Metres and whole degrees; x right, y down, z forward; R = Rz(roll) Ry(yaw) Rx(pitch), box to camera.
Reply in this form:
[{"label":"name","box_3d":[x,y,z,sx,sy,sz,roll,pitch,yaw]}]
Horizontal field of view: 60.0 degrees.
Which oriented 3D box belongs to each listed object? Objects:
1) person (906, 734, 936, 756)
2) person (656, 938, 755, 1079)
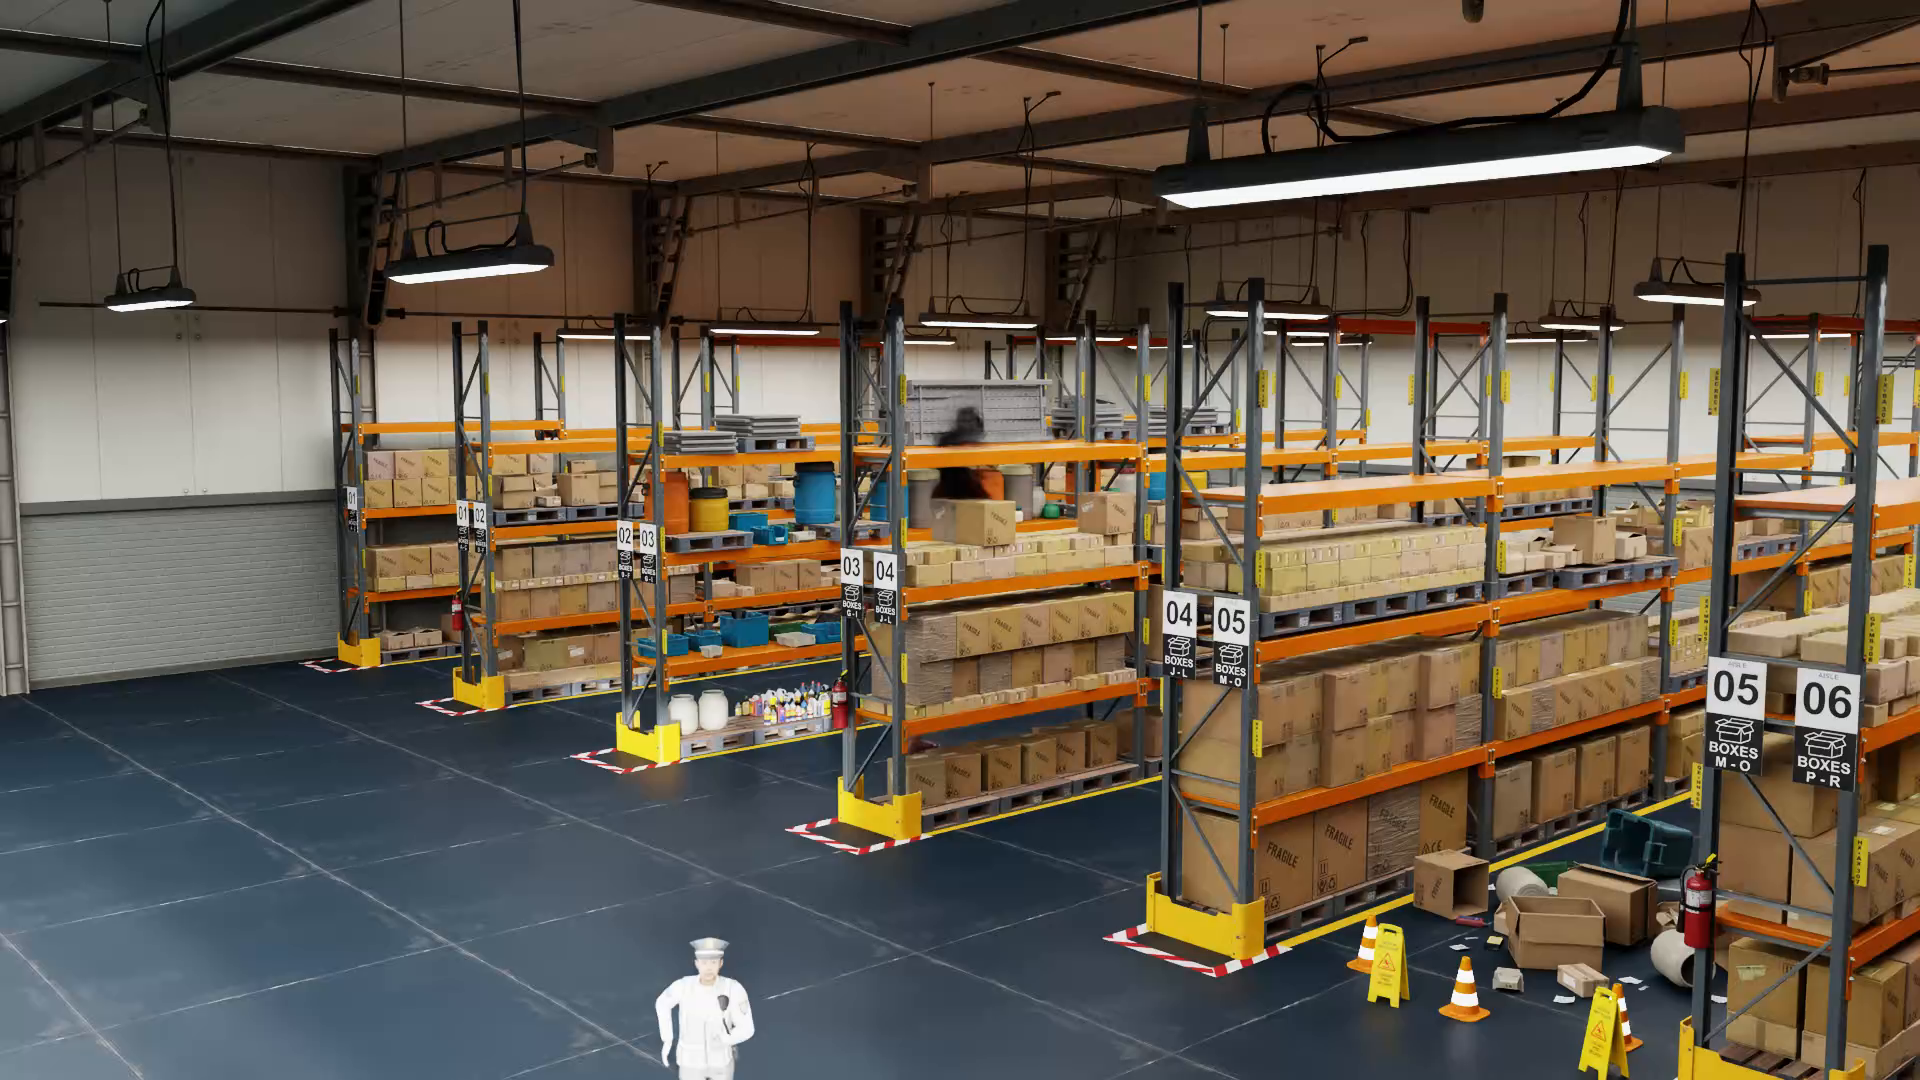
[{"label":"person","box_3d":[-0.519,2.260,21.298,0.581,1.645,0.755,4,7,38]},{"label":"person","box_3d":[-1.582,3.303,10.384,0.591,1.703,0.655,-1,6,-12]}]
